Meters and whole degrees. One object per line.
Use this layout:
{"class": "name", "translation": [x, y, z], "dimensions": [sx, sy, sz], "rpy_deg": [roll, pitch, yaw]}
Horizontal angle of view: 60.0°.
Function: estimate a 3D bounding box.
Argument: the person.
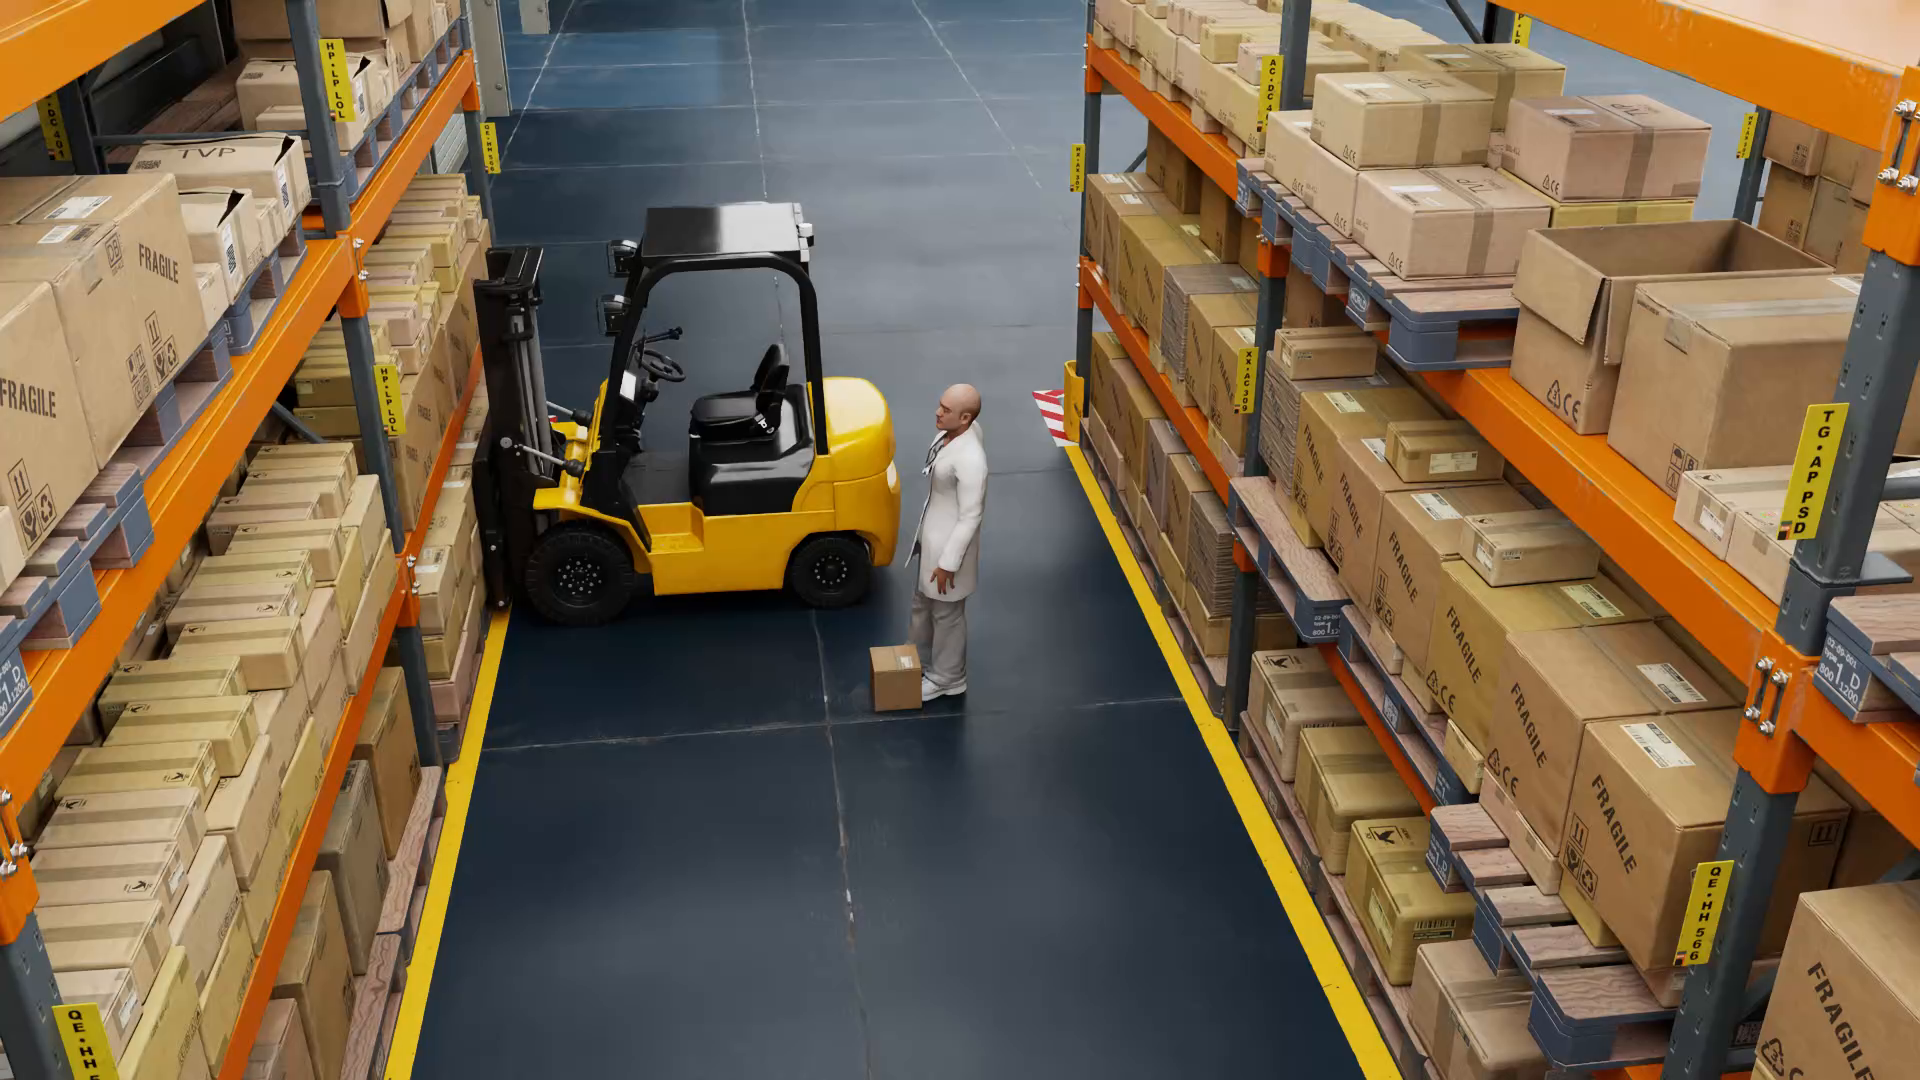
{"class": "person", "translation": [-0.156, 0.023, 8.568], "dimensions": [0.581, 1.776, 0.697], "rpy_deg": [-4, 27, -7]}
